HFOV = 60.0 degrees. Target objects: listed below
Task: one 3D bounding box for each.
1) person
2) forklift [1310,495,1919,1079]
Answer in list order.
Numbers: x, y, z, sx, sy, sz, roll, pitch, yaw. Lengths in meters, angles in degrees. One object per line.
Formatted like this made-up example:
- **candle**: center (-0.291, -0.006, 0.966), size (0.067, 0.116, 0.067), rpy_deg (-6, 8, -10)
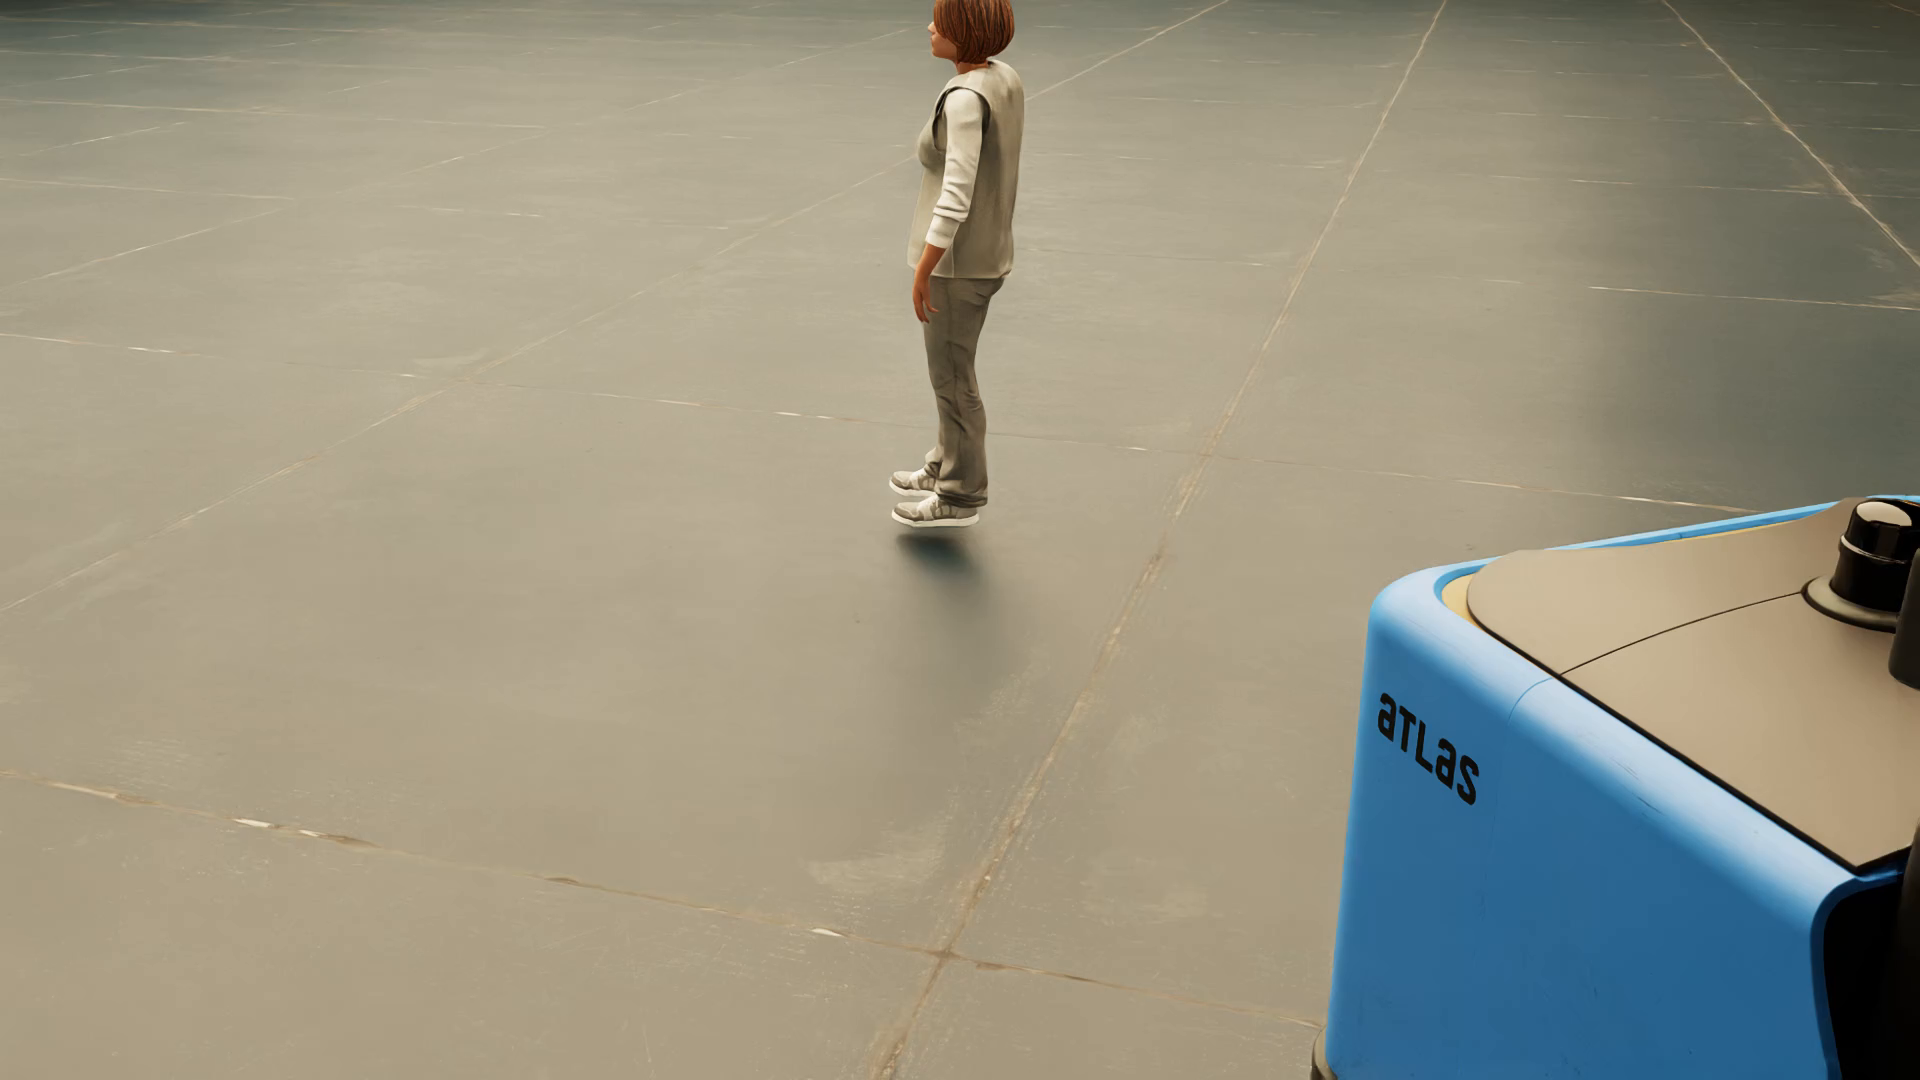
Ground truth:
- **person**: center (-0.067, -0.787, 4.834), size (0.472, 1.580, 0.521), rpy_deg (7, 23, 16)
- **forklift**: center (1.510, 0.146, 0.925), size (1.130, 2.935, 3.031), rpy_deg (-8, 24, -19)
